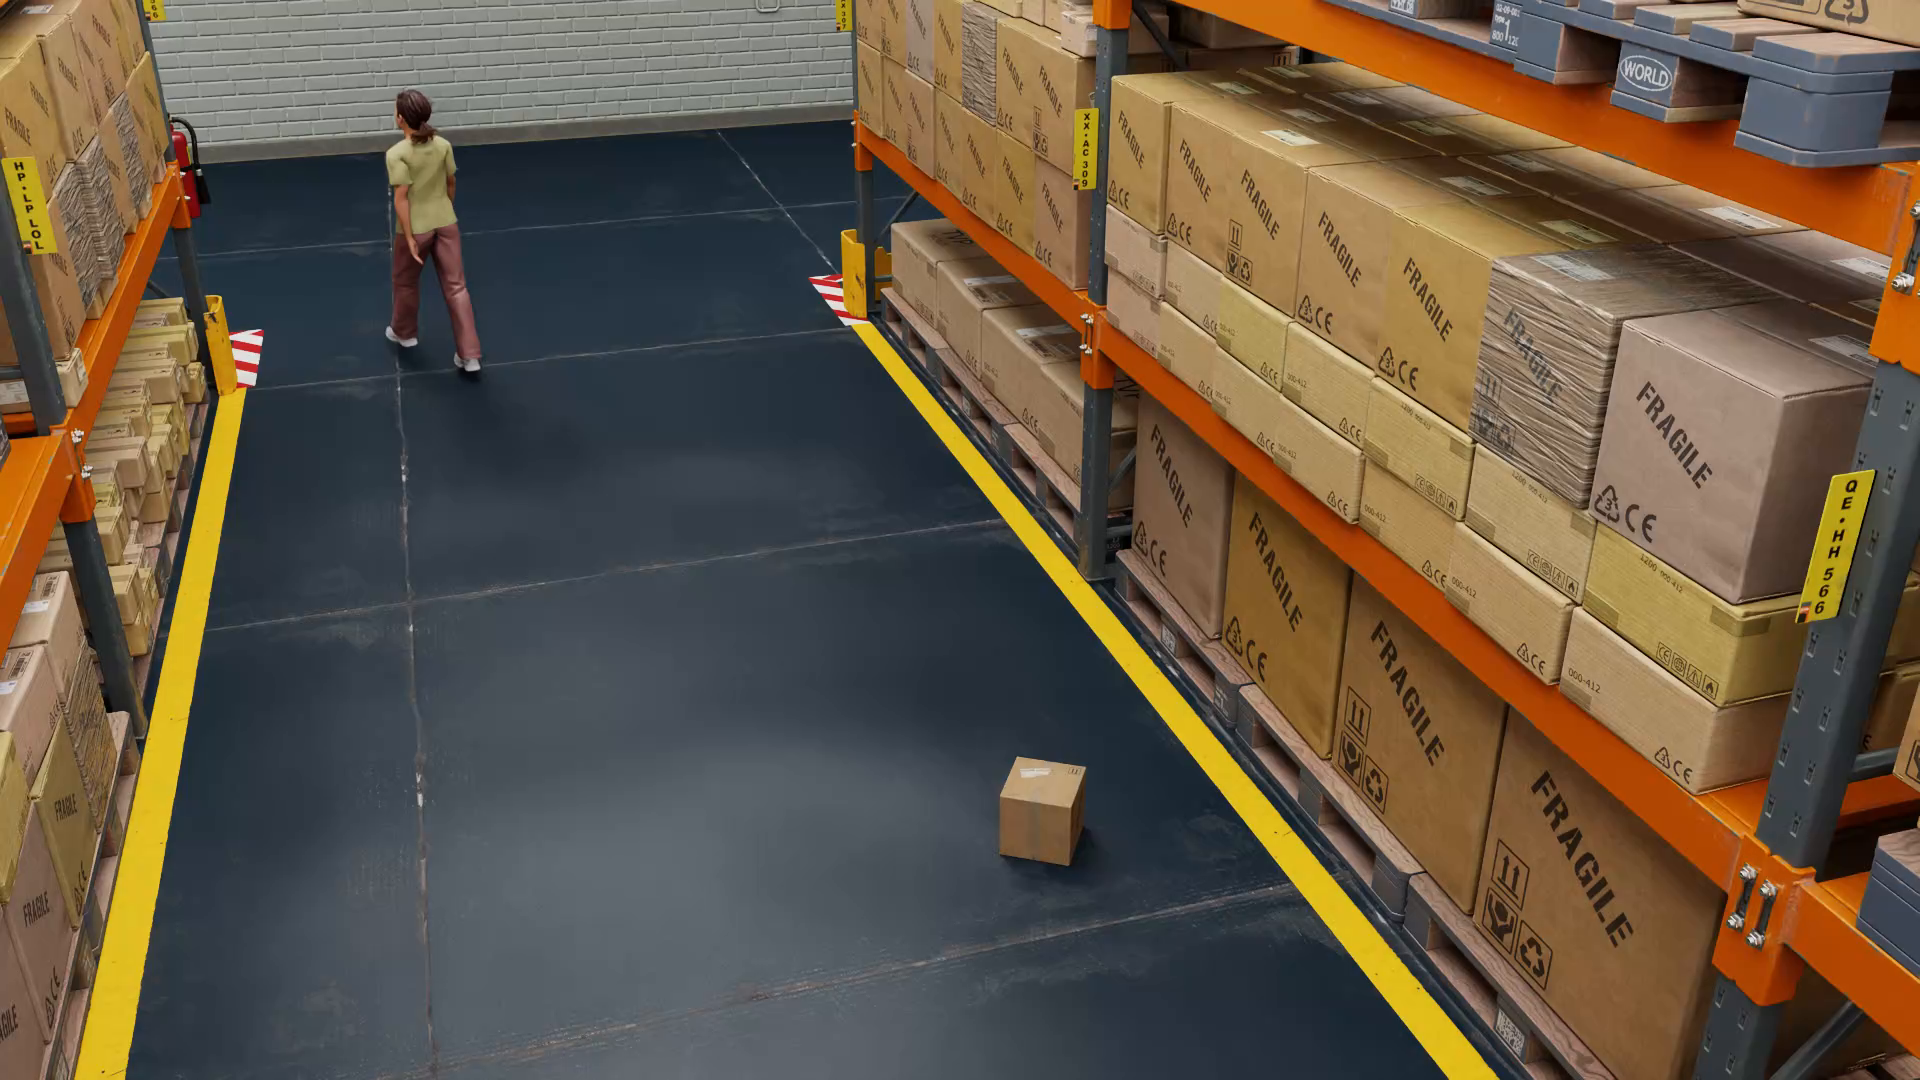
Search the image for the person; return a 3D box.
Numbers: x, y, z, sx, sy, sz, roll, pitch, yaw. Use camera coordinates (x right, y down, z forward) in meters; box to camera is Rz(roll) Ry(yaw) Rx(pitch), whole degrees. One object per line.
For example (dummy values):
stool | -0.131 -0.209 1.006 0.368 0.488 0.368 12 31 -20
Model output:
person | -3.184 -1.867 9.849 0.444 1.612 0.992 -19 32 -33
